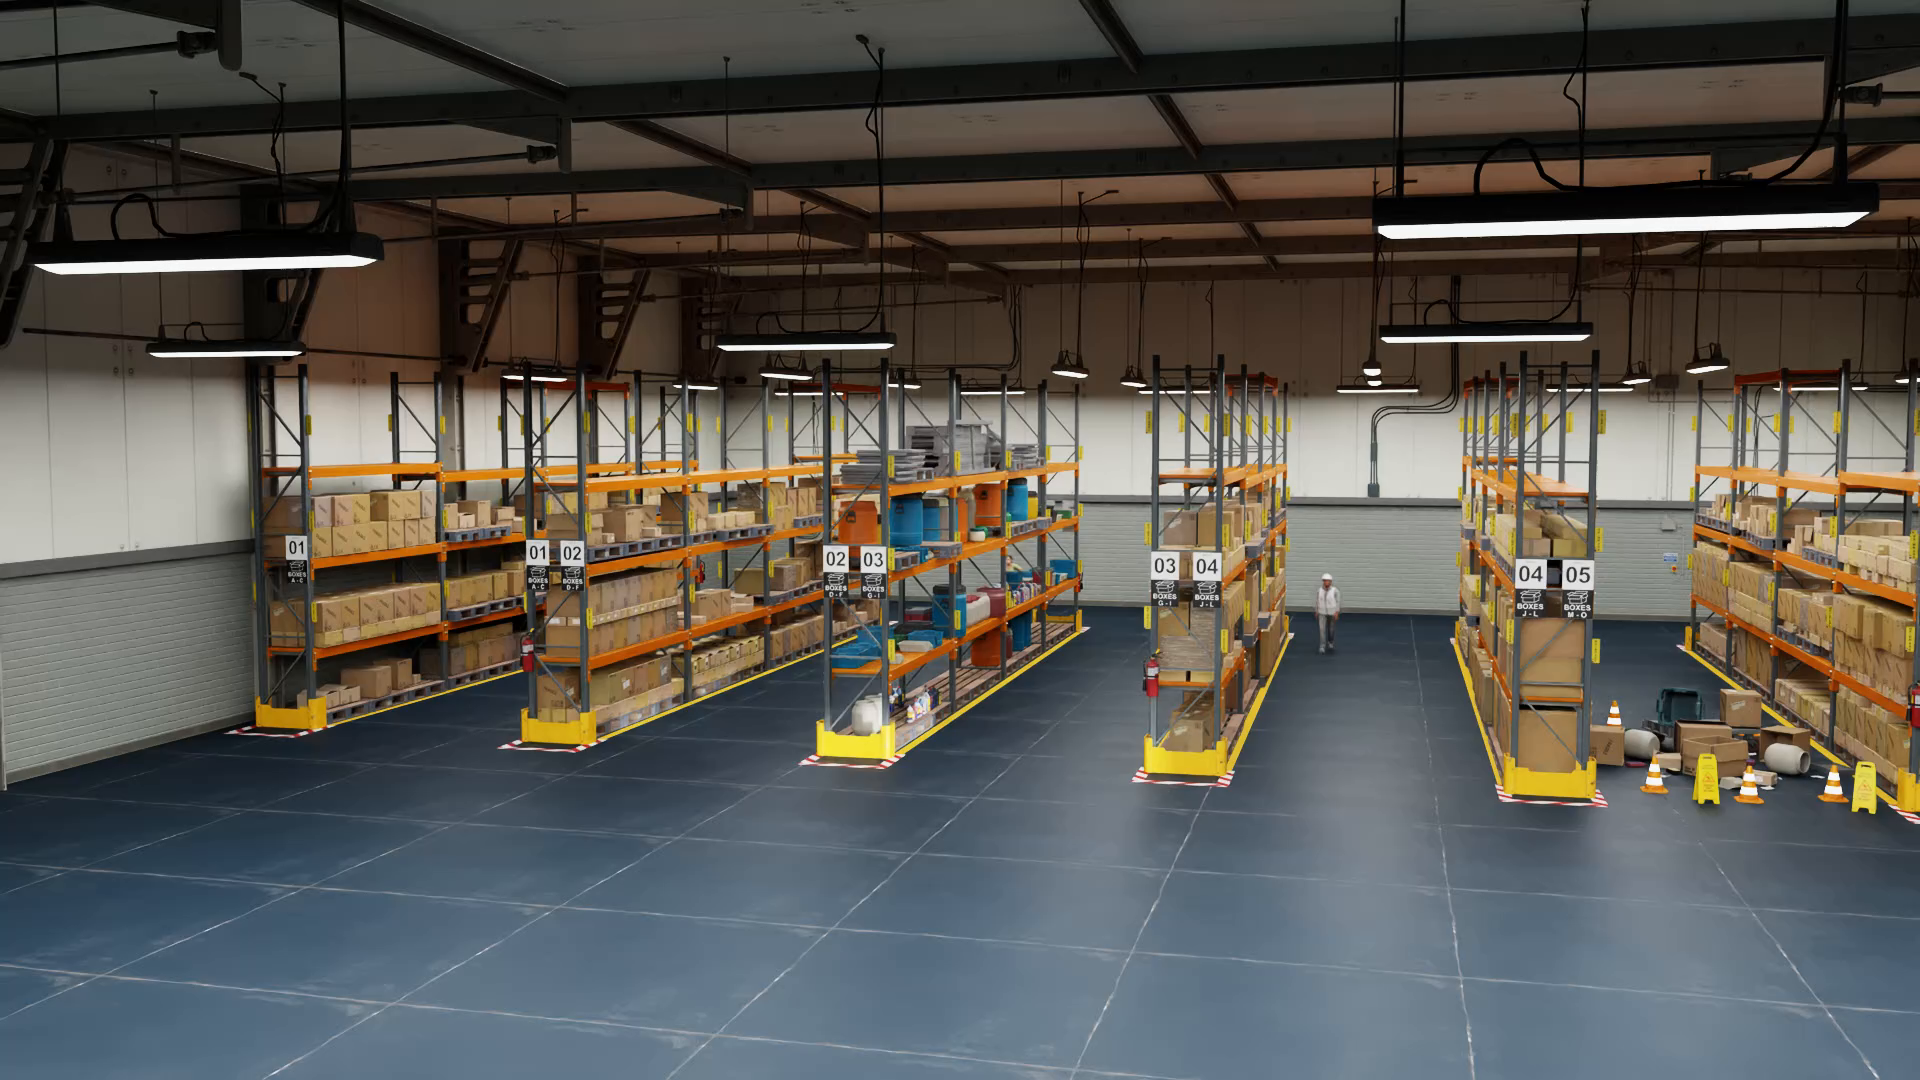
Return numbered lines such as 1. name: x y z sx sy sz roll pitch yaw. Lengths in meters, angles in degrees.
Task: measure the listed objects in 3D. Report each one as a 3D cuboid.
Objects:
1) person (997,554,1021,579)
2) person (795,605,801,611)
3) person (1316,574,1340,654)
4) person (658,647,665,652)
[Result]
1. person: 1.307 1.160 44.042 0.575 1.616 0.842 2 4 26
2. person: -4.155 1.305 41.559 0.657 1.680 0.393 2 4 28
3. person: 8.104 1.616 36.584 0.513 1.727 1.058 1 4 16
4. person: -6.428 1.690 35.787 0.437 1.636 0.882 1 4 11
